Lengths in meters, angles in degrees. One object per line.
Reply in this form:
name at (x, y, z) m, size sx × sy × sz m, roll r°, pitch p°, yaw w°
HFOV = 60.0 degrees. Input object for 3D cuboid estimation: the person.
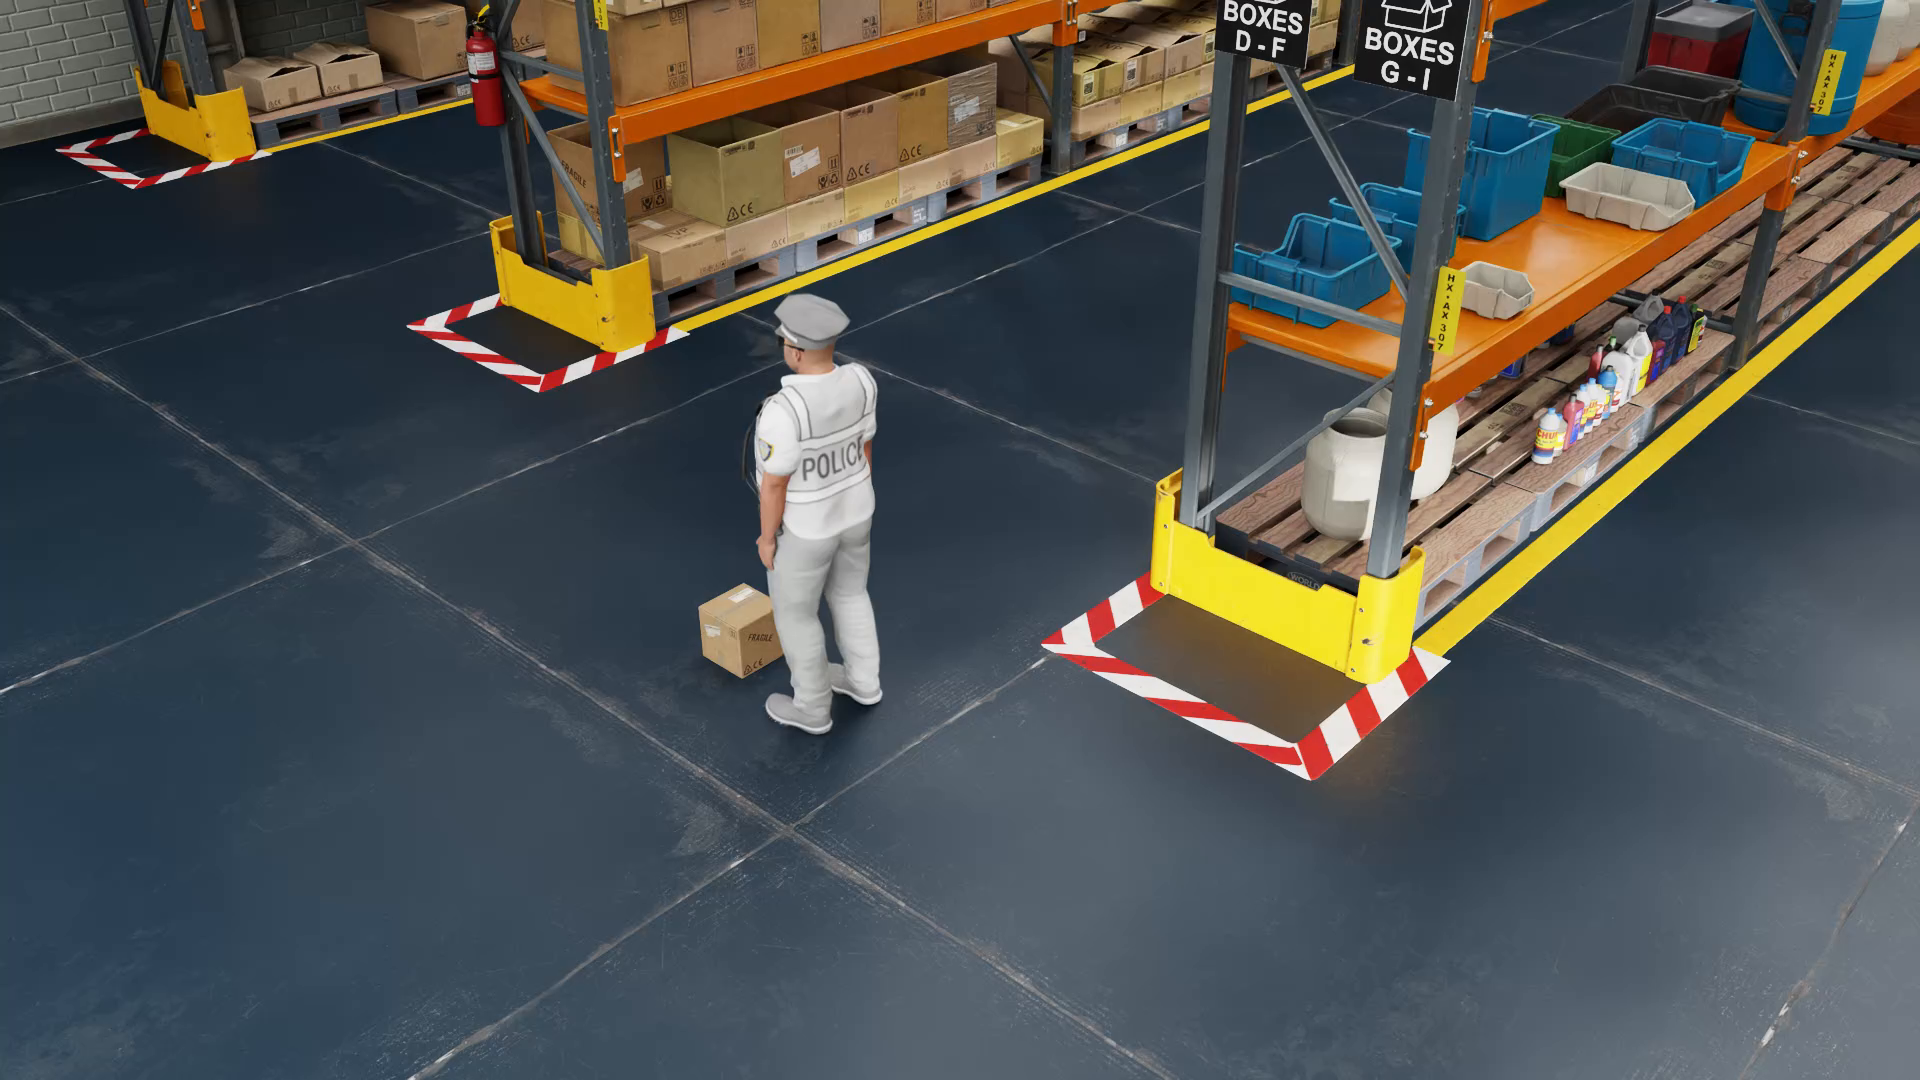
person at (-0.552, -0.085, 6.264) m, size 0.394 × 1.765 × 0.525 m, roll 26°, pitch 40°, yaw 36°
